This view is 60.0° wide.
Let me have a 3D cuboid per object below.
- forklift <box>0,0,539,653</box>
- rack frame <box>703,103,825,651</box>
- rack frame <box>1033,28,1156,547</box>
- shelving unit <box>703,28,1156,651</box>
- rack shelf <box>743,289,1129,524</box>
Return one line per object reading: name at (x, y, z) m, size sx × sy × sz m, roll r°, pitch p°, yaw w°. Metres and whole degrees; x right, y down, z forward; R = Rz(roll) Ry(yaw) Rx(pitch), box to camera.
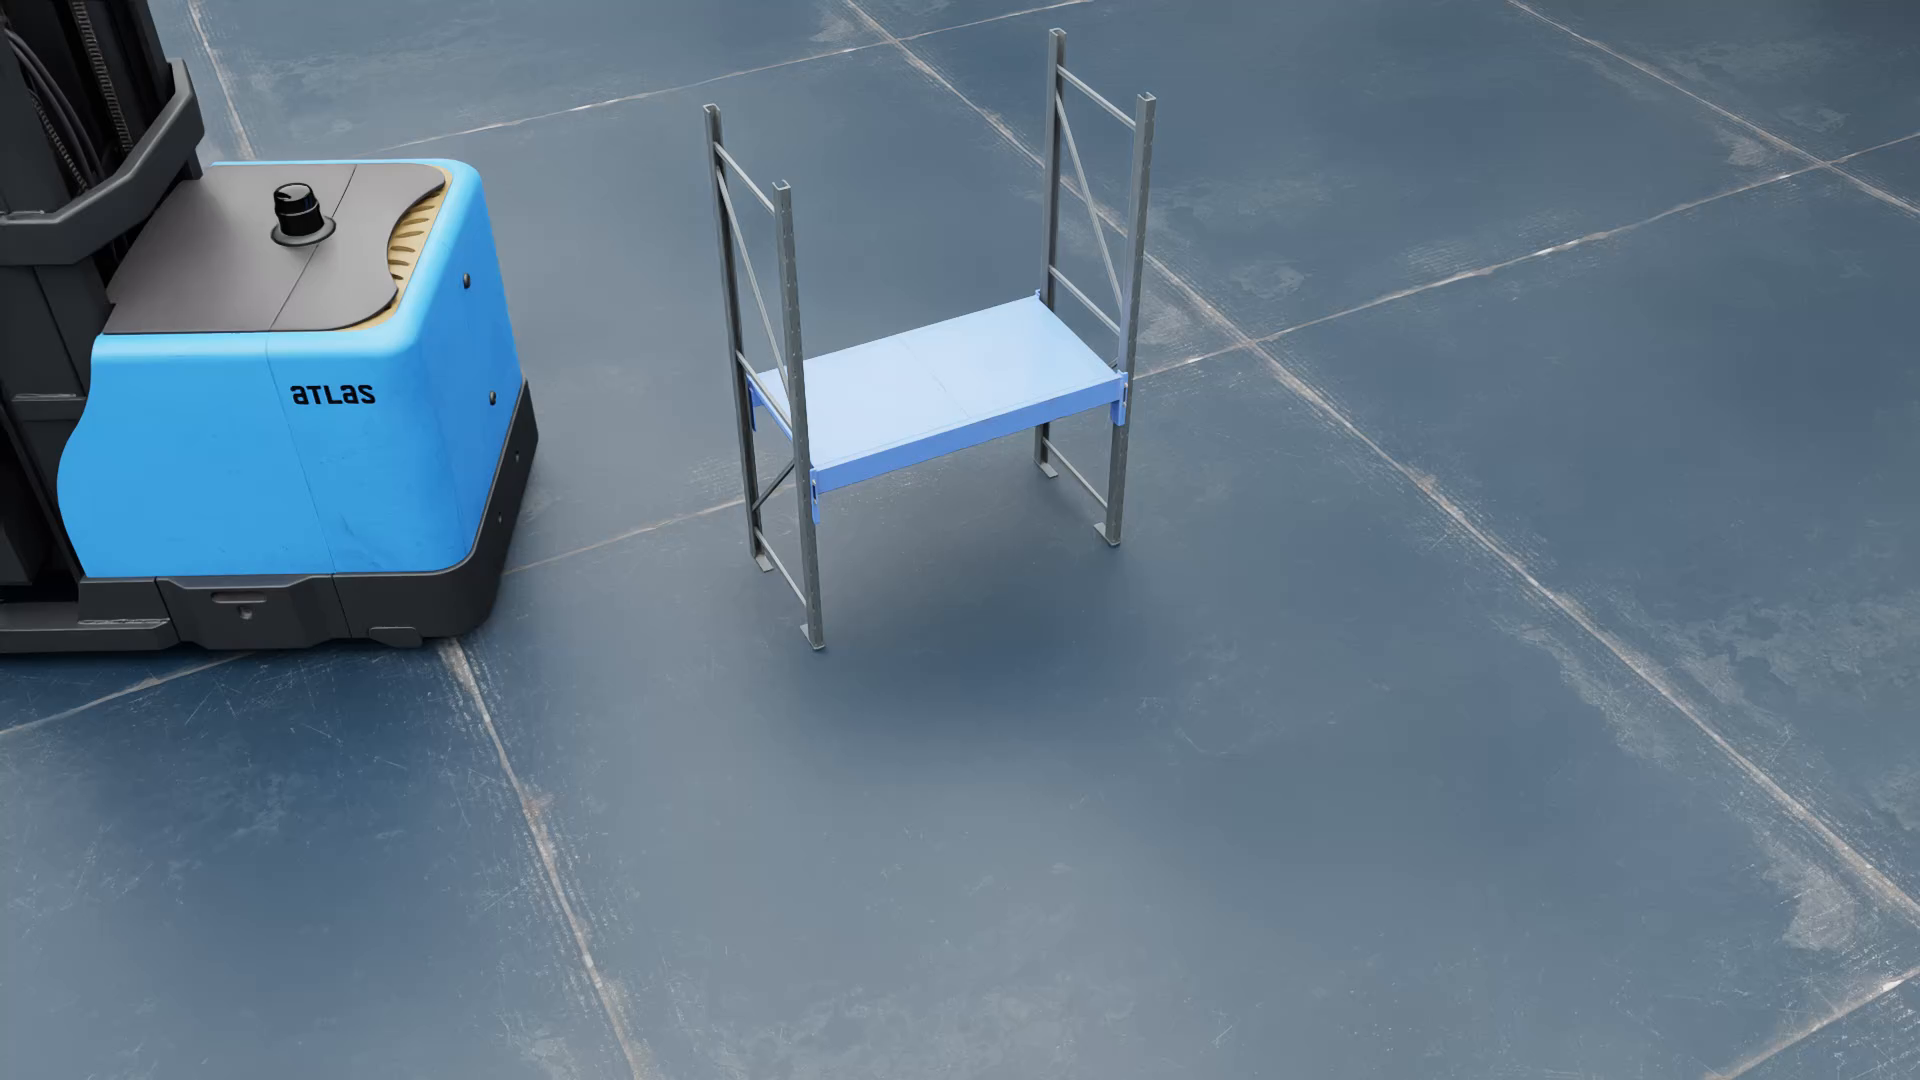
forklift at (-2.905, -1.098, 4.278) m, size 3.031 × 2.935 × 1.130 m, roll -1°, pitch 40°, yaw -1°
rack frame at (-0.527, -0.395, 4.556) m, size 0.032 × 1.500 × 0.500 m, roll -19°, pitch 44°, yaw -21°
rack frame at (0.375, -0.699, 4.915) m, size 0.032 × 1.500 × 0.500 m, roll -19°, pitch 44°, yaw -21°
shelving unit at (-0.076, -0.547, 4.735) m, size 1.048 × 1.500 × 0.538 m, roll -19°, pitch 44°, yaw -21°
rack shelf at (-0.076, -0.410, 4.852) m, size 1.000 × 0.185 × 0.538 m, roll -19°, pitch 44°, yaw -21°
